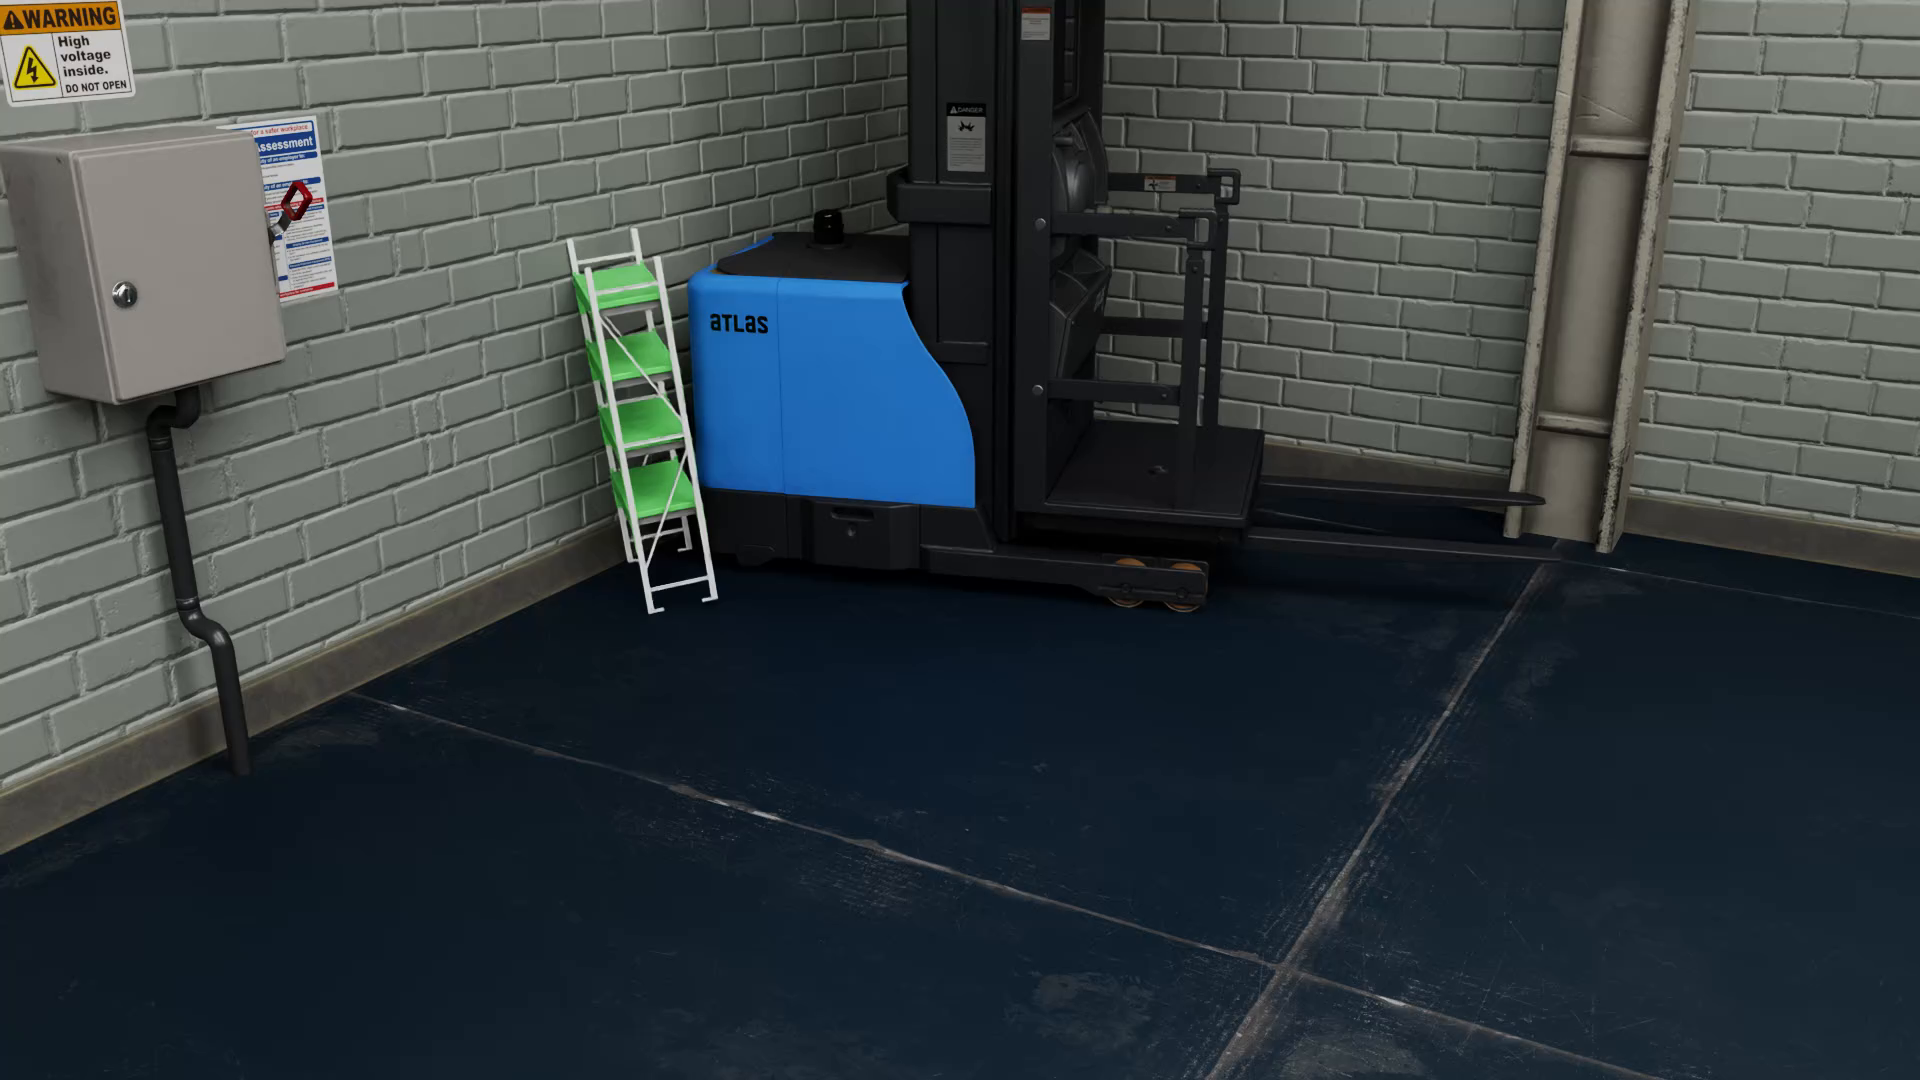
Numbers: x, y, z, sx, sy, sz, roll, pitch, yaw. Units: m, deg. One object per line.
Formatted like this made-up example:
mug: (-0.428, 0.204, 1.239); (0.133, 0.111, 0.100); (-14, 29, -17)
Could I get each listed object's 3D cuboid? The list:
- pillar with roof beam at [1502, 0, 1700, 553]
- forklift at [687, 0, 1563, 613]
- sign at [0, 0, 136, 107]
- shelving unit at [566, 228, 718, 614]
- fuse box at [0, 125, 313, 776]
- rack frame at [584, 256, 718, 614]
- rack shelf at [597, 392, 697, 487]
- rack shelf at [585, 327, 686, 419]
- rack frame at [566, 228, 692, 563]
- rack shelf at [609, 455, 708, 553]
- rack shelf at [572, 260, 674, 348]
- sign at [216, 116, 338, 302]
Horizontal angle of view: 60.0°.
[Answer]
pillar with roof beam: (0.237, -2.976, 1.374); (0.400, 9.000, 9.100); (11, 23, 27)
forklift: (0.607, -1.330, 5.732); (3.031, 2.935, 1.130); (5, 20, 12)
sign: (-2.157, -1.181, 4.010); (0.001, 0.242, 0.339); (11, 23, 27)
shelving unit: (-1.084, -0.408, 5.679); (0.258, 1.200, 0.503); (-13, 24, -15)
fuse box: (-1.949, -0.169, 4.321); (0.414, 1.711, 0.539); (11, 23, 27)
rack frame: (-1.005, -0.324, 5.464); (0.240, 1.200, 0.015); (-13, 24, -15)
rack shelf: (-1.078, -0.350, 5.704); (0.258, 0.148, 0.480); (-13, 24, -15)
rack shelf: (-1.100, -0.570, 5.610); (0.258, 0.148, 0.480); (-13, 24, -15)
rack frame: (-1.162, -0.493, 5.894); (0.240, 1.200, 0.015); (-13, 24, -15)
rack shelf: (-1.055, -0.130, 5.798); (0.258, 0.148, 0.480); (-13, 24, -15)
rack shelf: (-1.123, -0.789, 5.515); (0.258, 0.148, 0.480); (-13, 24, -15)
sign: (-1.889, -0.911, 4.618); (0.001, 0.494, 0.329); (11, 23, 27)
